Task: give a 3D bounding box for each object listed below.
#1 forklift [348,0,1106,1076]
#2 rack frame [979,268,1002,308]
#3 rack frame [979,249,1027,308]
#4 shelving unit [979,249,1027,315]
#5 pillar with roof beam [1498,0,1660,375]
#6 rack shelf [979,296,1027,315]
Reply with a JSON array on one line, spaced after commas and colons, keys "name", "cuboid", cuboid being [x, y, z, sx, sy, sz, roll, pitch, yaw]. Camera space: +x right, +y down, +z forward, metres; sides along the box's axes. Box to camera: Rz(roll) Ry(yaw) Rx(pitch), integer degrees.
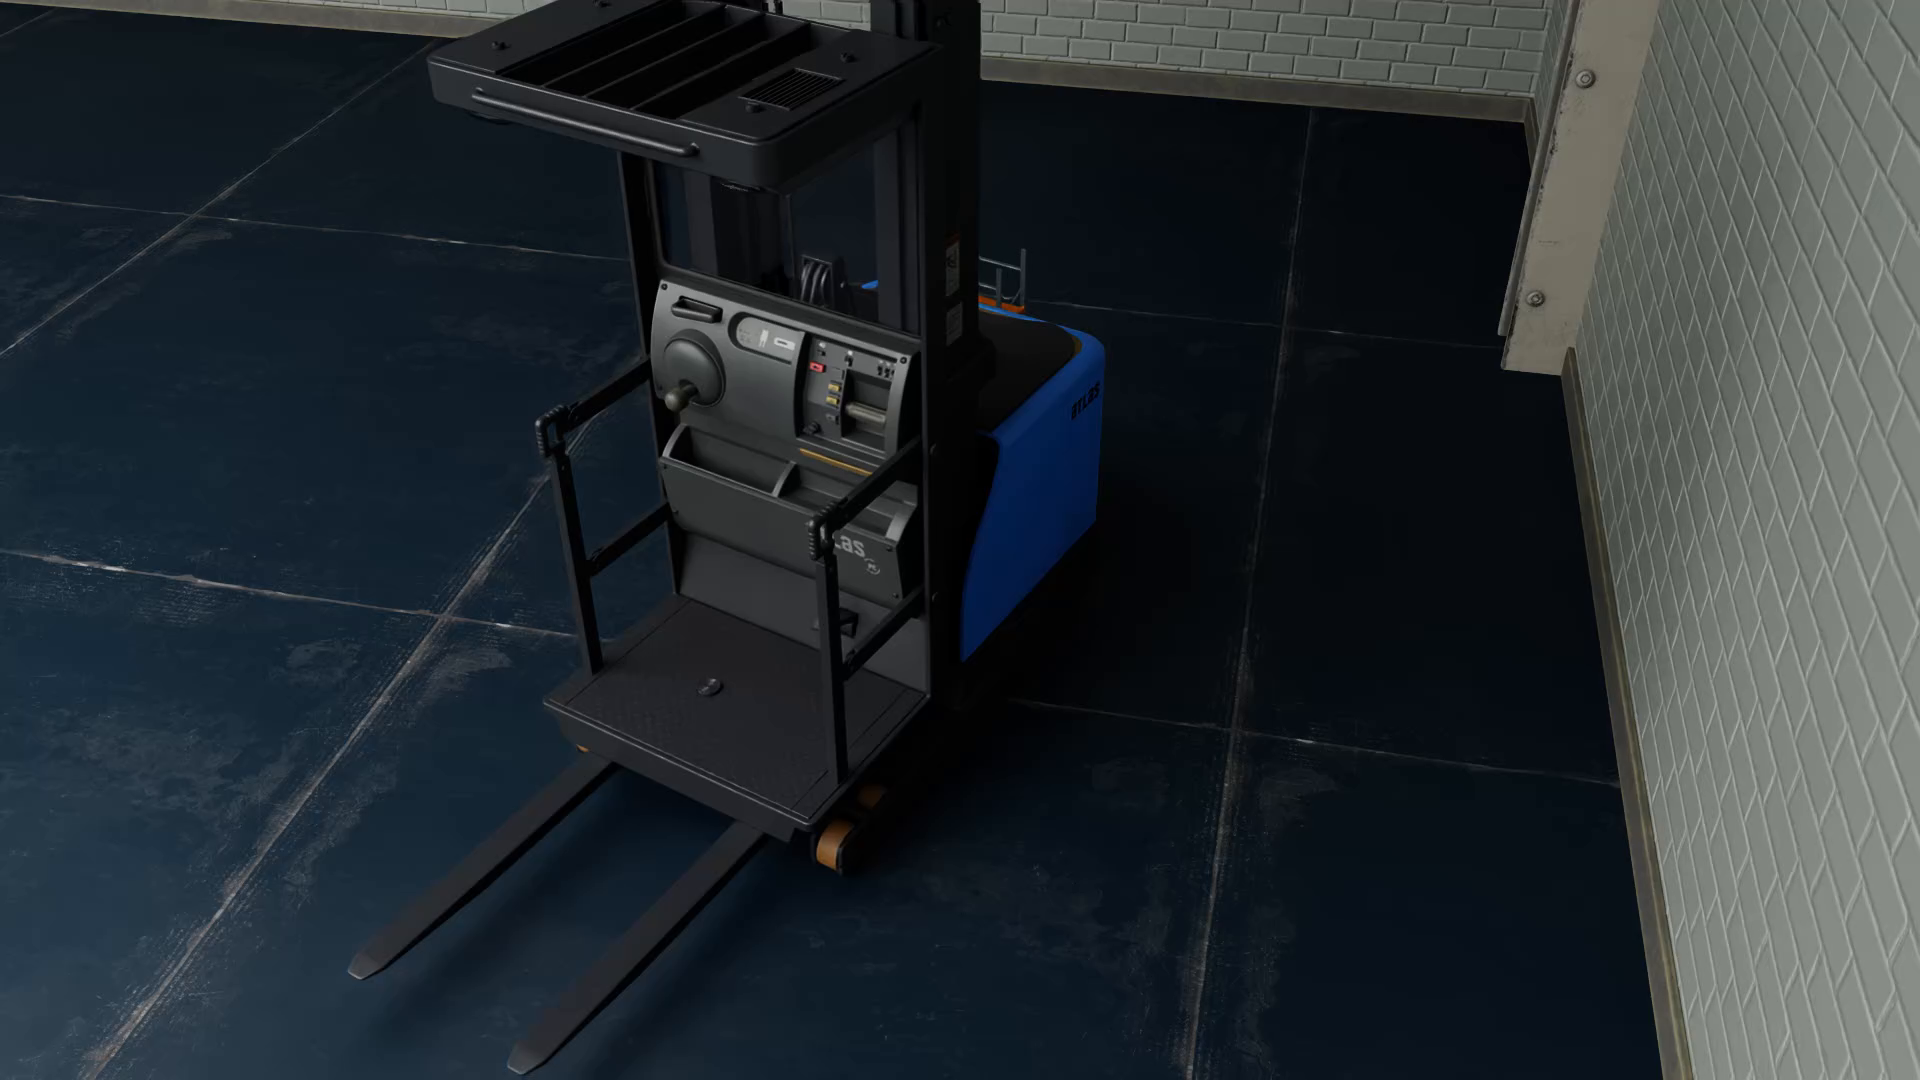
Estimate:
[{"name": "forklift", "cuboid": [-0.660, -0.447, 4.869, 1.130, 2.935, 3.031, 20, 40, 25]}, {"name": "rack frame", "cuboid": [0.050, -0.538, 6.471, 0.240, 1.200, 0.006, 20, 40, 25]}, {"name": "rack frame", "cuboid": [0.145, -0.630, 6.597, 0.240, 1.200, 0.006, 20, 40, 25]}, {"name": "shelving unit", "cuboid": [0.097, -0.584, 6.534, 0.258, 1.200, 0.189, 20, 40, 25]}, {"name": "pillar with roof beam", "cuboid": [-1.452, -5.086, 6.099, 9.100, 9.000, 0.400, 7, 37, 10]}, {"name": "rack shelf", "cuboid": [0.097, -0.840, 6.349, 0.258, 0.103, 0.180, 20, 40, 25]}]
